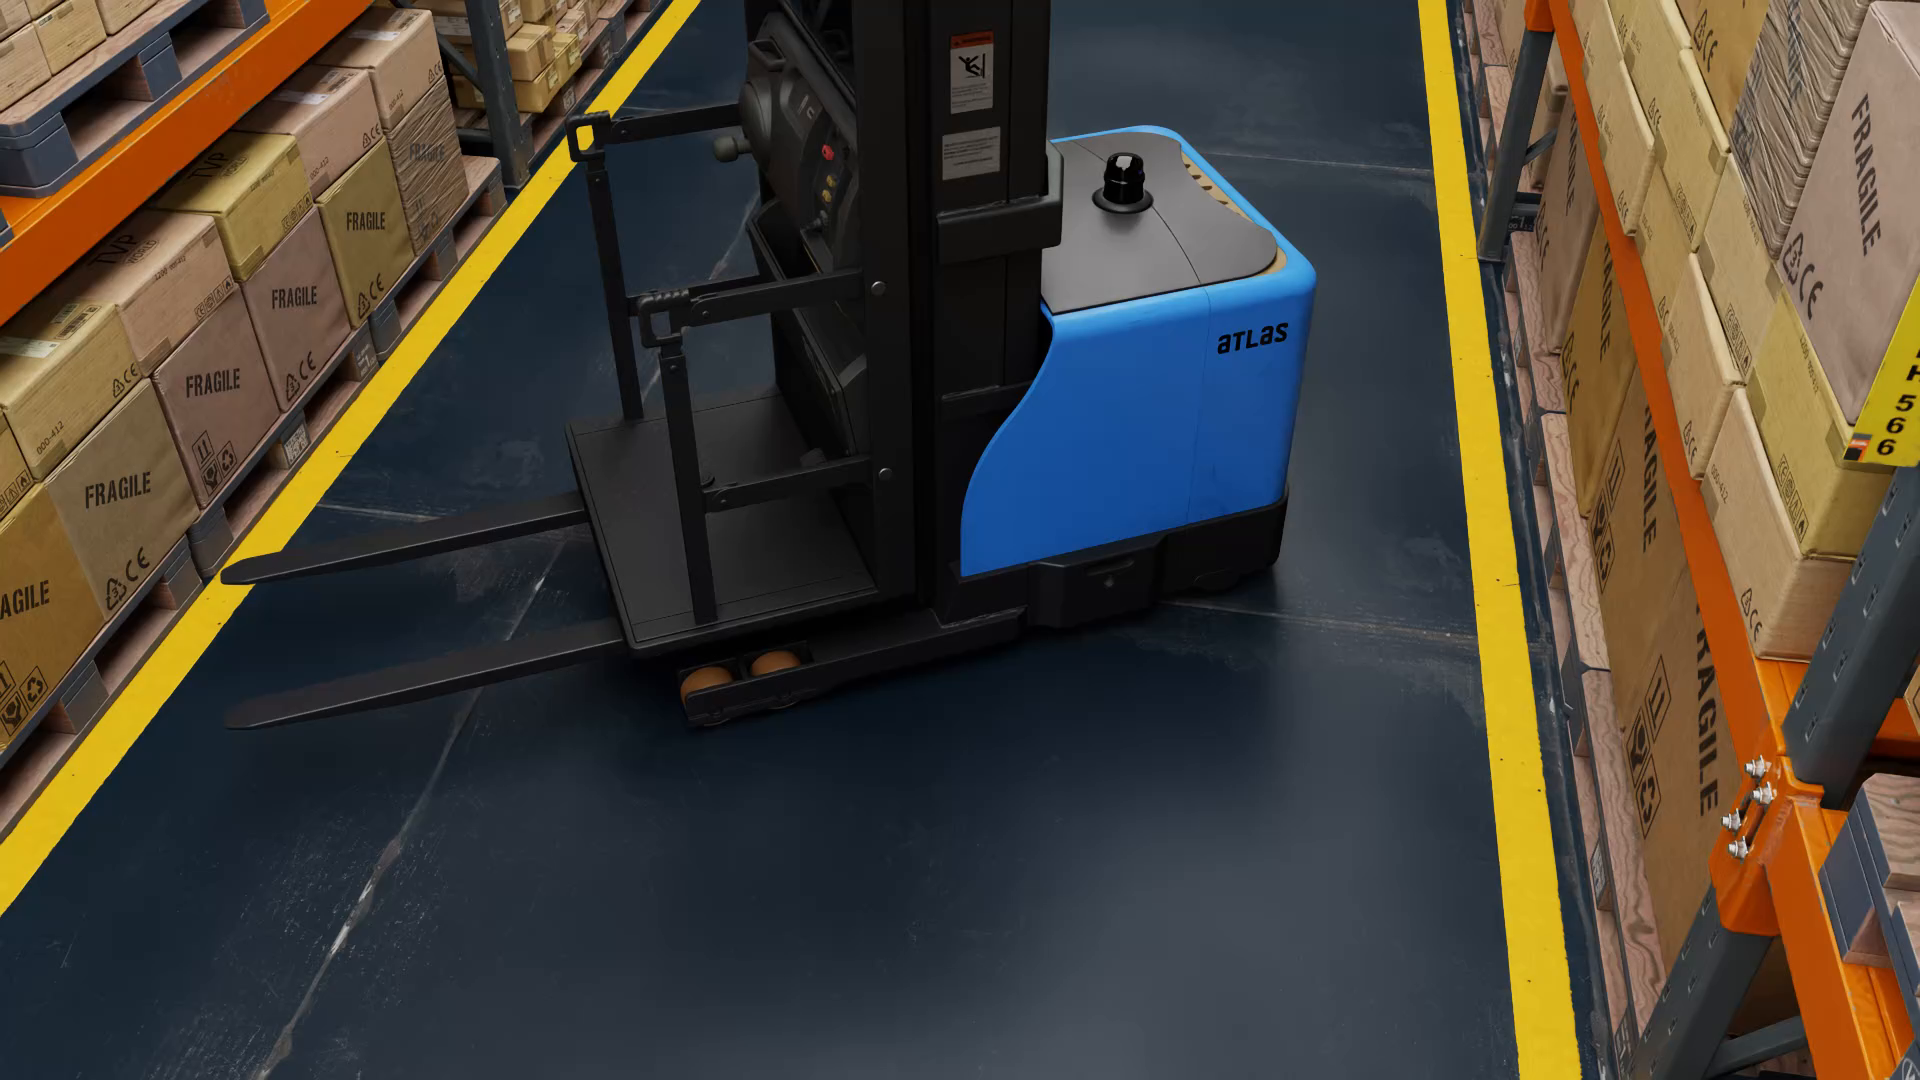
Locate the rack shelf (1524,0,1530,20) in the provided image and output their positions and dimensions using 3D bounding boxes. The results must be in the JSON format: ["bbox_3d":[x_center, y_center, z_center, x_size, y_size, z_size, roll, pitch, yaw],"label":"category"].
[{"bbox_3d":[2.898,-3.218,7.353,1.077,0.370,4.000,6,40,8],"label":"rack shelf"}]

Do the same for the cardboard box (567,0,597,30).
[{"bbox_3d":[-1.929,-2.472,7.794,0.380,0.149,0.250,6,40,7],"label":"cardboard box"}]

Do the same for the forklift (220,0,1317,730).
[{"bbox_3d":[-0.594,-0.994,4.152,3.031,2.935,1.130,-13,41,-15],"label":"forklift"}]

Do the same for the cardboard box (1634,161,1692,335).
[{"bbox_3d":[1.868,-0.655,3.806,0.500,0.250,0.500,6,40,7],"label":"cardboard box"}]

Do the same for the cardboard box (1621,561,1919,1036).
[{"bbox_3d":[2.061,0.503,3.626,0.875,0.875,0.875,6,40,7],"label":"cardboard box"}]

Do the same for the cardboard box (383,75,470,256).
[{"bbox_3d":[-2.221,-1.429,6.256,0.500,0.500,0.500,6,40,7],"label":"cardboard box"}]

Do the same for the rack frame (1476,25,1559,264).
[{"bbox_3d":[2.552,-2.240,5.606,1.000,3.000,0.127,6,40,8],"label":"rack frame"}]

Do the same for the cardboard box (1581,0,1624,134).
[{"bbox_3d":[2.024,-1.291,4.575,0.500,0.250,0.500,6,40,7],"label":"cardboard box"}]

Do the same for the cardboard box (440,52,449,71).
[{"bbox_3d":[-2.481,-2.223,7.493,0.380,0.149,0.250,7,40,9],"label":"cardboard box"}]

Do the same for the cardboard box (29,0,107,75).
[{"bbox_3d":[-2.529,-1.368,4.418,0.380,0.149,0.250,7,40,8],"label":"cardboard box"}]

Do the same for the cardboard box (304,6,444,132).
[{"bbox_3d":[-2.221,-1.715,6.014,0.500,0.250,0.500,5,40,6],"label":"cardboard box"}]

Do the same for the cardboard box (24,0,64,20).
[{"bbox_3d":[-2.530,-1.482,4.322,0.380,0.149,0.250,6,40,7],"label":"cardboard box"}]

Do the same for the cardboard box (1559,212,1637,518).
[{"bbox_3d":[2.375,-0.618,4.981,0.875,0.875,0.875,7,40,9],"label":"cardboard box"}]

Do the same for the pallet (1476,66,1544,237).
[{"bbox_3d":[2.761,-1.634,7.061,1.003,0.211,1.213,6,40,8],"label":"pallet"}]

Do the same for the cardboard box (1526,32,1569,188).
[{"bbox_3d":[2.766,-1.797,6.750,0.875,0.438,0.875,6,40,7],"label":"cardboard box"}]

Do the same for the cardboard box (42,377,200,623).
[{"bbox_3d":[-2.576,-0.142,4.700,0.500,0.500,0.500,7,40,8],"label":"cardboard box"}]

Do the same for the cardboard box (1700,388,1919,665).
[{"bbox_3d":[1.692,-0.018,3.036,0.500,0.250,0.500,5,40,6],"label":"cardboard box"}]

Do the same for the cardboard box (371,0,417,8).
[{"bbox_3d":[-2.536,-2.267,7.079,0.380,0.149,0.250,7,40,9],"label":"cardboard box"}]

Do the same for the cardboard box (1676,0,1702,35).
[{"bbox_3d":[1.960,-1.458,3.796,0.500,0.500,0.500,6,40,7],"label":"cardboard box"}]

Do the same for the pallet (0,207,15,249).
[{"bbox_3d":[-3.015,-0.597,3.769,1.213,0.211,1.003,6,40,8],"label":"pallet"}]

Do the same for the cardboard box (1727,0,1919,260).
[{"bbox_3d":[1.772,-0.830,3.037,0.500,0.500,0.500,7,40,8],"label":"cardboard box"}]

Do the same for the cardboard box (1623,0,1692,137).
[{"bbox_3d":[1.937,-1.168,4.034,0.500,0.250,0.500,5,40,6],"label":"cardboard box"}]

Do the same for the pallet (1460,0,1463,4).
[{"bbox_3d":[3.183,-3.165,8.913,1.003,0.211,1.213,6,40,8],"label":"pallet"}]

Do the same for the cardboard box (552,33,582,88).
[{"bbox_3d":[-1.915,-2.146,7.399,0.380,0.149,0.250,8,40,9],"label":"cardboard box"}]

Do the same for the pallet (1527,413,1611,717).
[{"bbox_3d":[2.284,0.095,4.970,1.003,0.211,1.213,6,40,8],"label":"pallet"}]

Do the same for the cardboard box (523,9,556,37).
[{"bbox_3d":[-2.007,-2.261,7.305,0.380,0.149,0.250,7,40,8],"label":"cardboard box"}]

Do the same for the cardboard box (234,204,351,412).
[{"bbox_3d":[-2.403,-0.785,5.478,0.500,0.500,0.500,6,40,7],"label":"cardboard box"}]

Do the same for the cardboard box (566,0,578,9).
[{"bbox_3d":[-1.951,-2.587,7.700,0.380,0.149,0.250,4,40,5],"label":"cardboard box"}]

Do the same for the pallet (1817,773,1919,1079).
[{"bbox_3d":[1.841,0.803,2.075,1.213,0.211,1.003,6,40,8],"label":"pallet"}]

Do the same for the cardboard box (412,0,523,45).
[{"bbox_3d":[-2.077,-2.208,7.008,0.380,0.149,0.250,8,40,9],"label":"cardboard box"}]

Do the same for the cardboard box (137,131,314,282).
[{"bbox_3d":[-2.400,-1.060,5.222,0.500,0.250,0.500,5,40,6],"label":"cardboard box"}]

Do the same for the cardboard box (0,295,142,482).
[{"bbox_3d":[-2.587,-0.424,4.453,0.500,0.250,0.500,6,40,7],"label":"cardboard box"}]

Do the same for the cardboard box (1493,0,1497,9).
[{"bbox_3d":[3.078,-2.924,8.114,0.875,0.438,0.875,7,40,9],"label":"cardboard box"}]

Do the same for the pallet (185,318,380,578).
[{"bbox_3d":[-2.683,-0.391,5.558,1.003,0.211,1.213,6,40,8],"label":"pallet"}]

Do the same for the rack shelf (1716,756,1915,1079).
[{"bbox_3d":[1.514,1.803,1.280,1.077,0.370,4.000,6,40,8],"label":"rack shelf"}]

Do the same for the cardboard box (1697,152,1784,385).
[{"bbox_3d":[1.779,-0.519,3.249,0.500,0.250,0.500,5,40,7],"label":"cardboard box"}]

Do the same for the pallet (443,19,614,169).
[{"bbox_3d":[-2.259,-2.073,7.592,1.003,0.211,1.213,6,40,8],"label":"pallet"}]
